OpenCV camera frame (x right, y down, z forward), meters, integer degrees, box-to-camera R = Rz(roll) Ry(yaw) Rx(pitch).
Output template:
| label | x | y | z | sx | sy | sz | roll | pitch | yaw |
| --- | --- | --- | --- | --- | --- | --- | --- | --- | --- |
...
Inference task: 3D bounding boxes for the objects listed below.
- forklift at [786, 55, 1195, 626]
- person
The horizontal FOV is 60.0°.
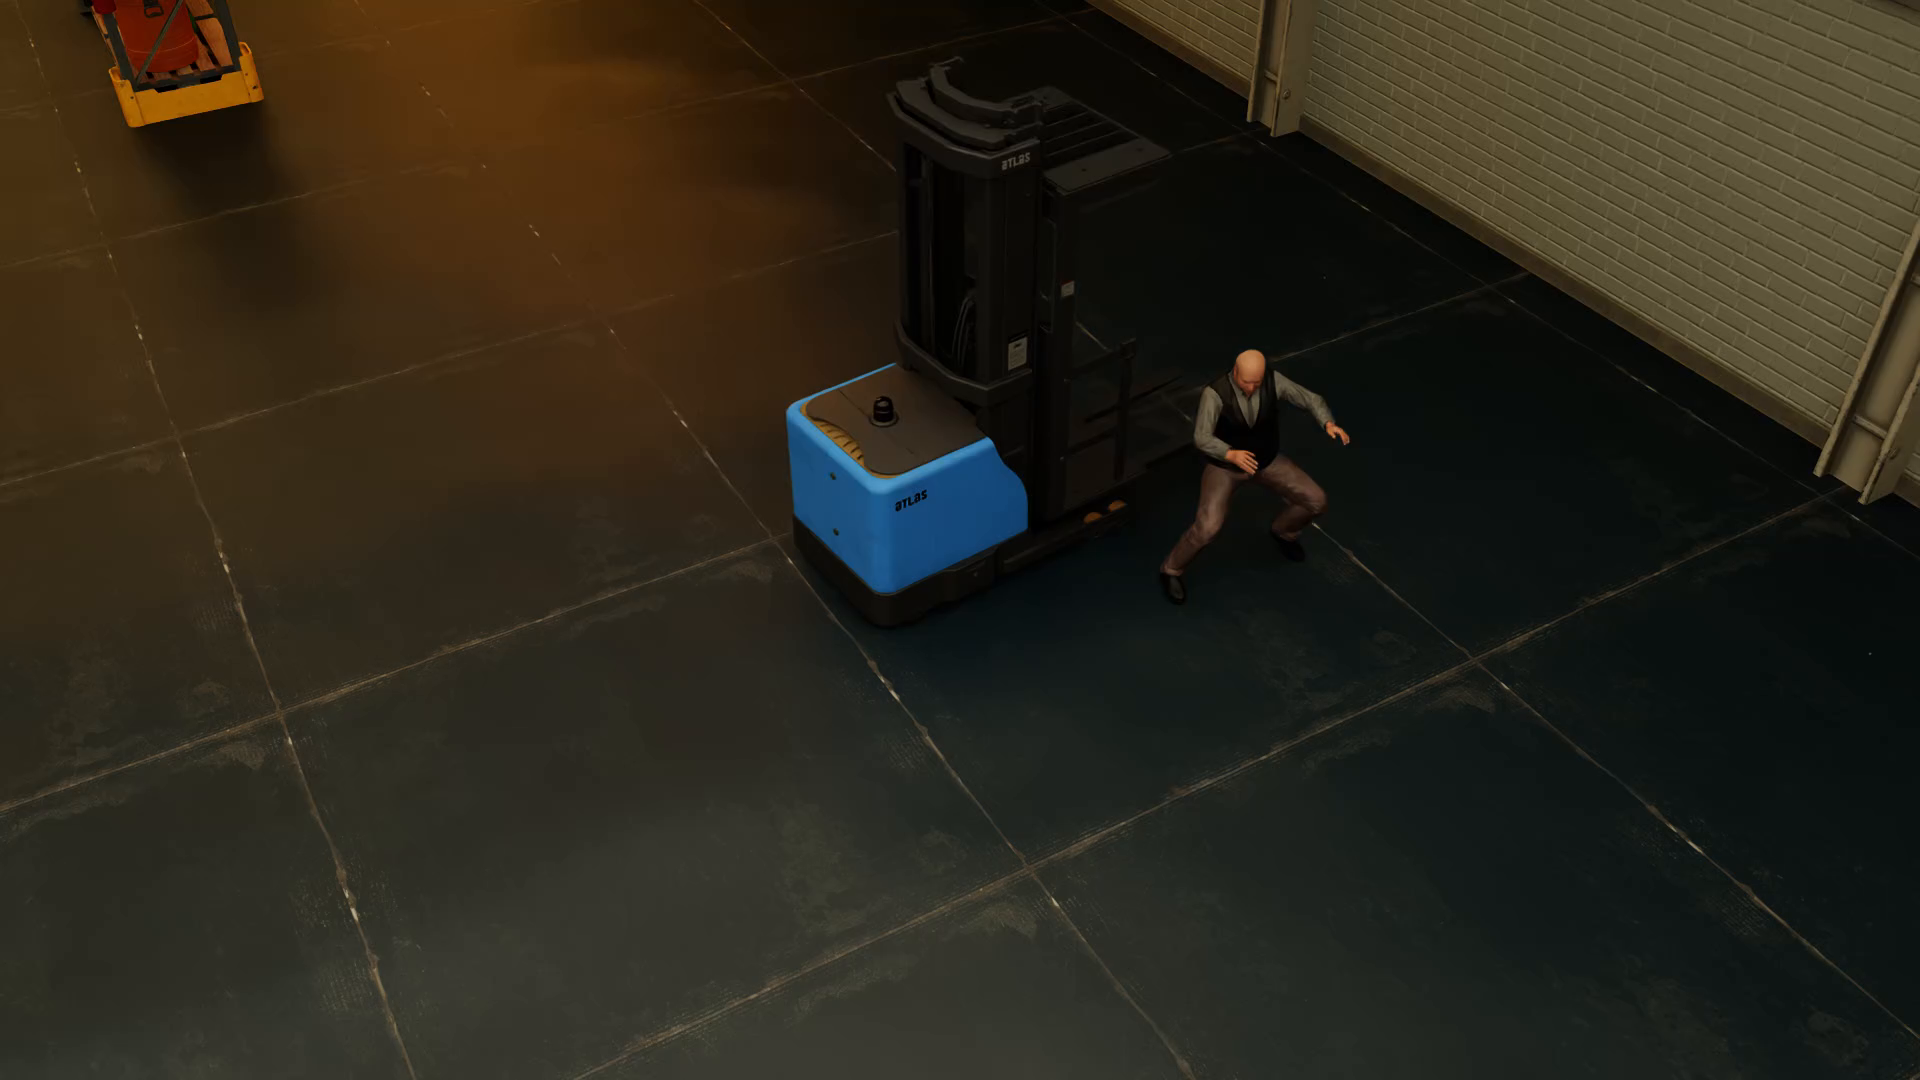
| label | x | y | z | sx | sy | sz | roll | pitch | yaw |
| --- | --- | --- | --- | --- | --- | --- | --- | --- | --- |
| forklift | 0.467 | -1.386 | 9.707 | 3.031 | 2.935 | 1.130 | -25 | 46 | -27 |
| person | 1.668 | -0.337 | 9.639 | 0.955 | 1.386 | 0.728 | -7 | 40 | -8 |
